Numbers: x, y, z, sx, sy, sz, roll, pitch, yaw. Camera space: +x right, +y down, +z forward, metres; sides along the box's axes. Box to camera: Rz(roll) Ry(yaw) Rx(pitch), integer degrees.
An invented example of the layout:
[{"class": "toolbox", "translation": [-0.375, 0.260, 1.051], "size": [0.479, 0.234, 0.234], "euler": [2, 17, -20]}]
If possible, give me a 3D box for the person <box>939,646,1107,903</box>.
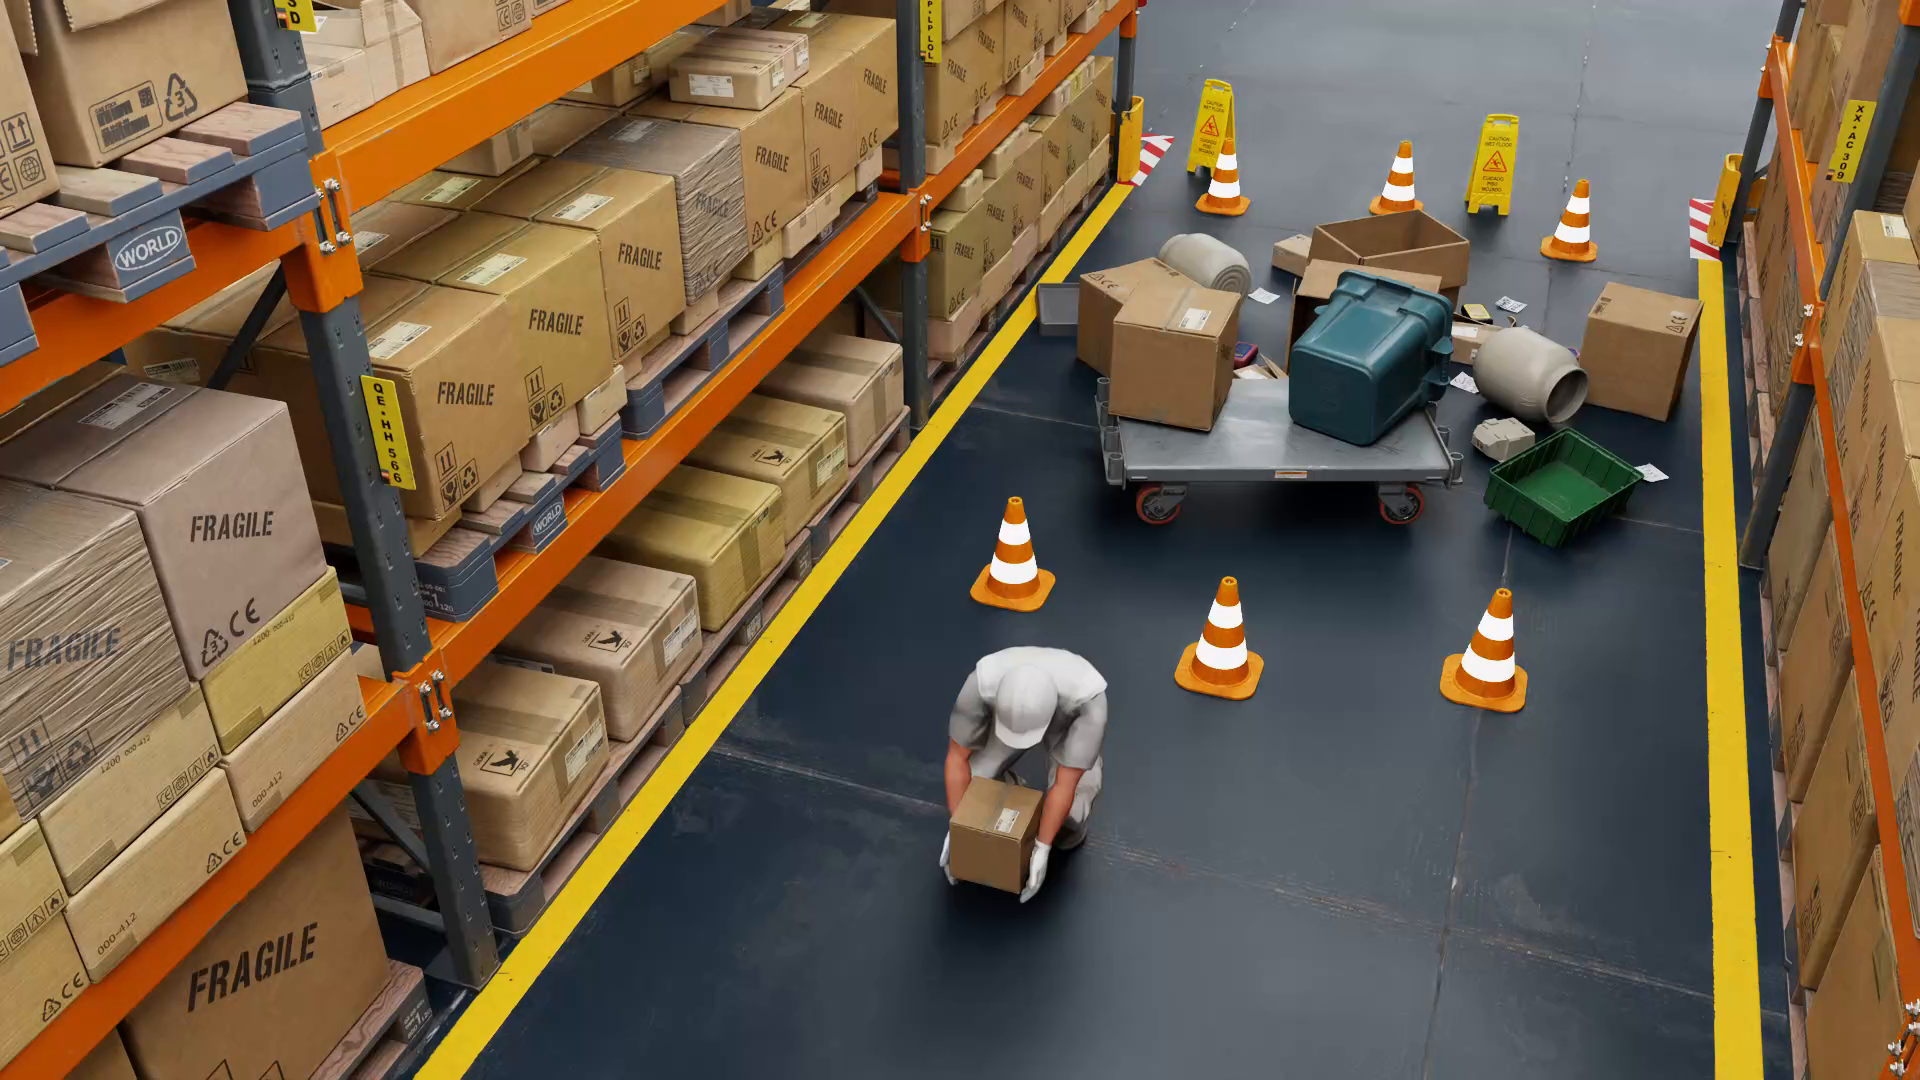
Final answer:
[{"class": "person", "translation": [0.254, 0.693, 5.792], "size": [0.549, 0.990, 0.870], "euler": [11, 35, 16]}]
